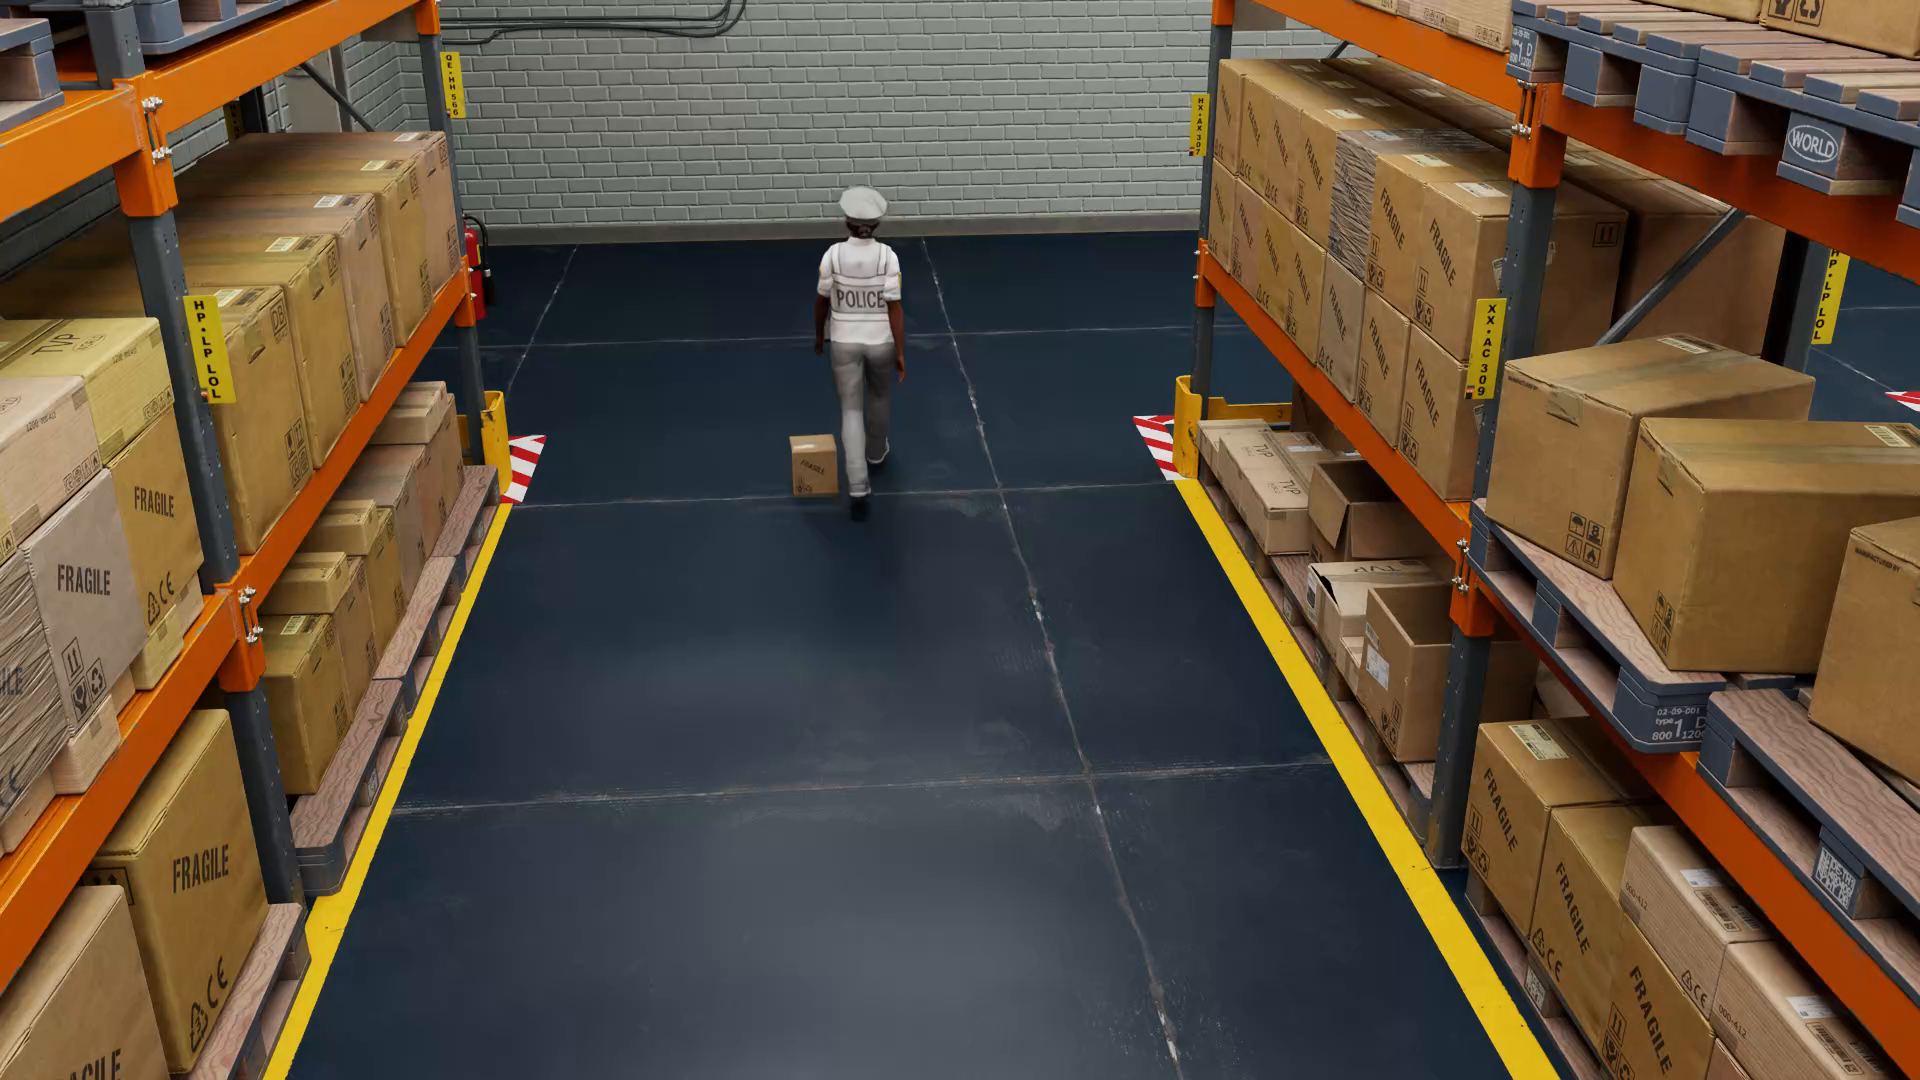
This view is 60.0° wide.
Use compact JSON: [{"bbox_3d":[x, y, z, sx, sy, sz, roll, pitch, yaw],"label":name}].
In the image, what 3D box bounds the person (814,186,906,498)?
[{"bbox_3d":[-0.548,-1.093,9.026,0.480,1.640,0.992,-3,24,-6],"label":"person"}]
